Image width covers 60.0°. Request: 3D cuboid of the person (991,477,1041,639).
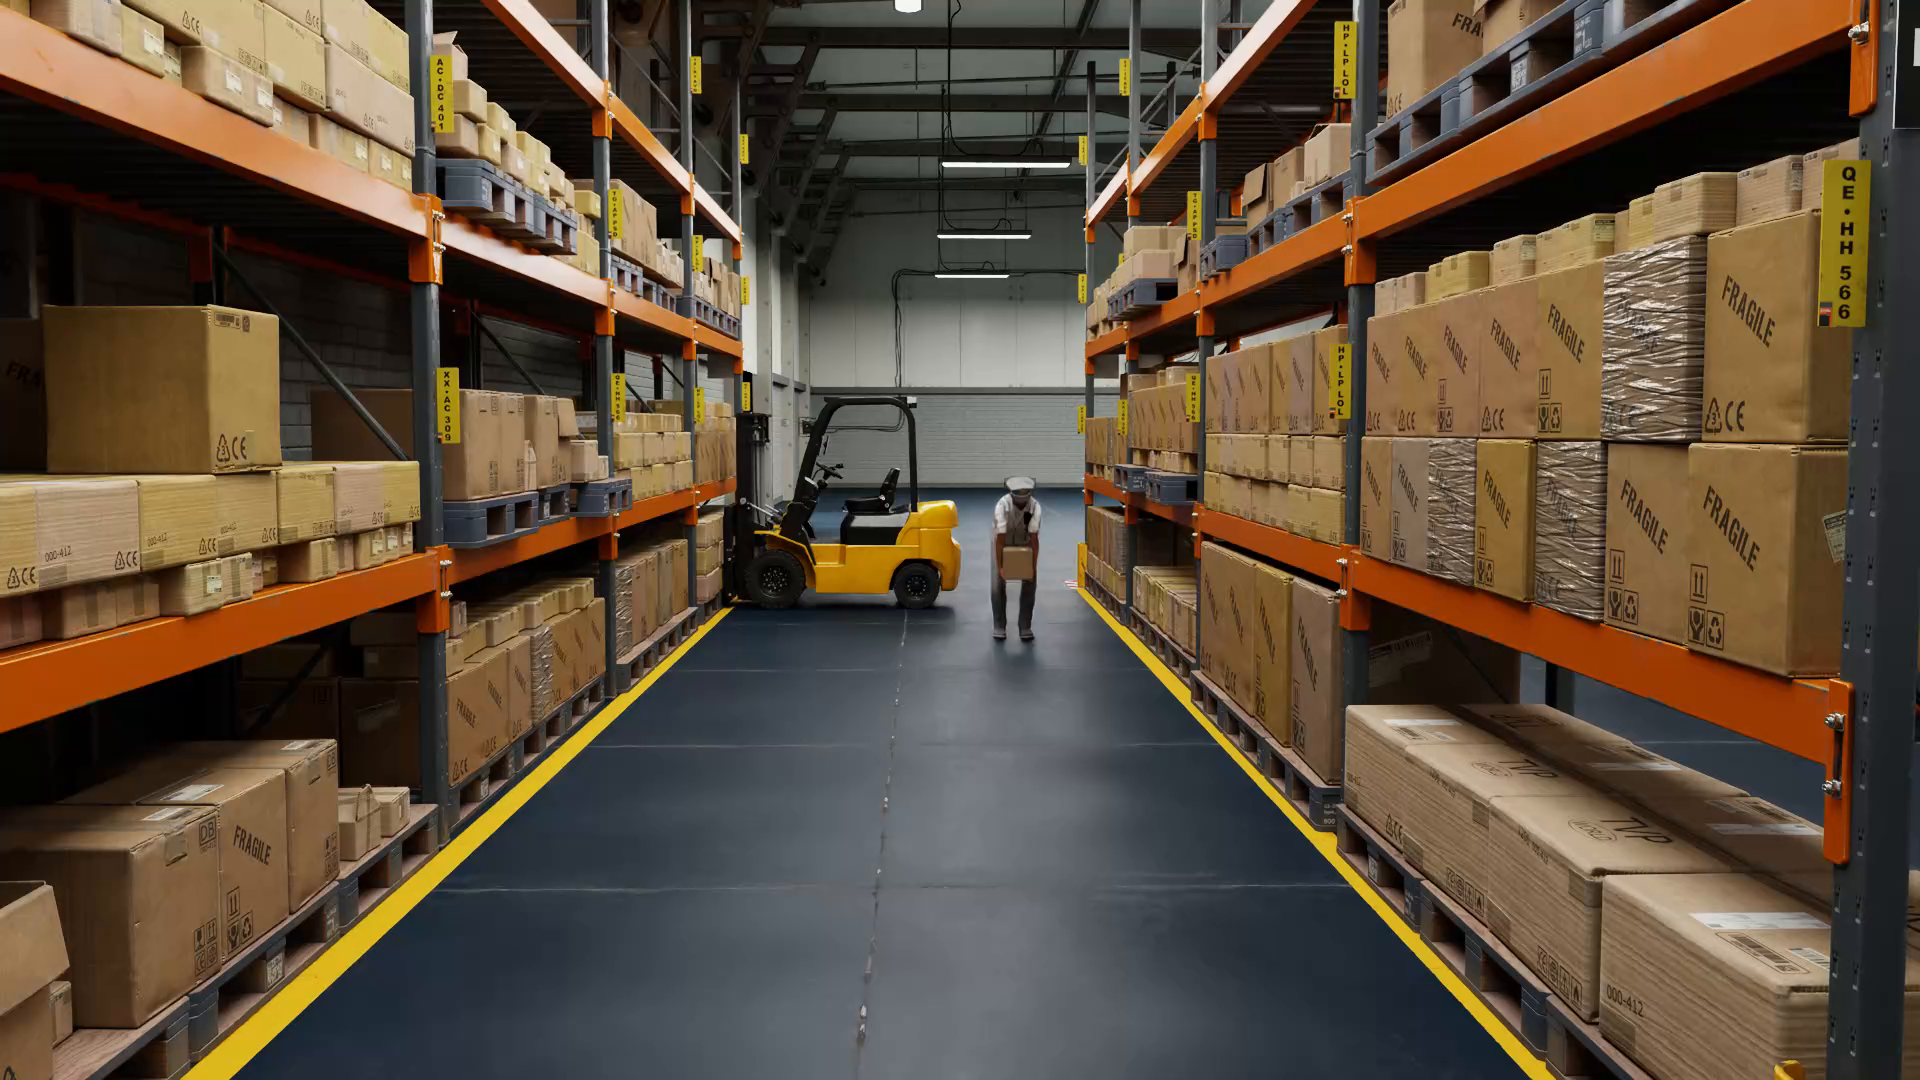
[{"bbox_3d":[0.488,0.161,14.463,0.418,1.422,0.809,0,4,-3],"label":"person"}]
